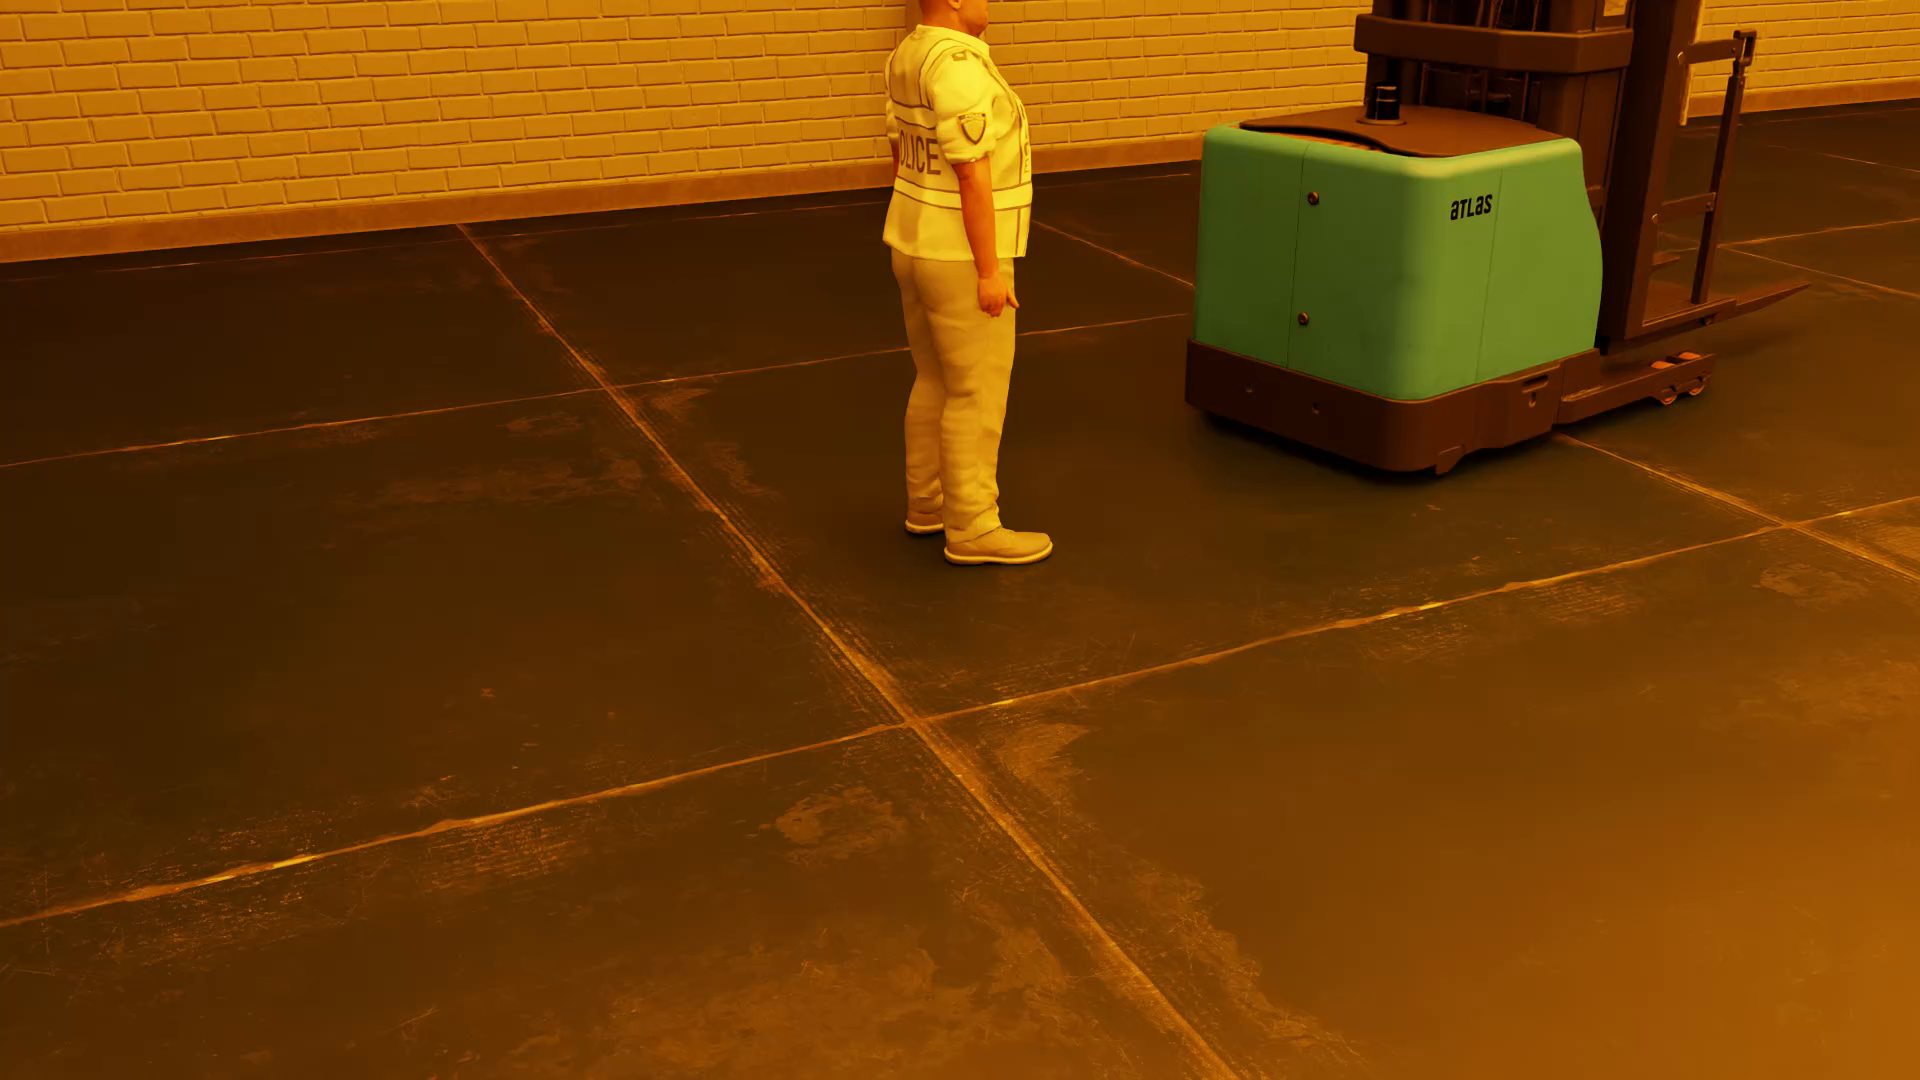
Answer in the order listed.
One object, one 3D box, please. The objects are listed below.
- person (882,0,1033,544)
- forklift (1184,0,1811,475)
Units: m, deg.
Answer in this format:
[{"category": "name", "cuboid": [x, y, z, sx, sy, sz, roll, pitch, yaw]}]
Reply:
[{"category": "person", "cuboid": [-21258.451, -17365.673, 41804.560, 24.954, 2.668, 100014.149, -10, 25, -23]}, {"category": "forklift", "cuboid": [2.304, -2.011, 6.127, 3.031, 2.935, 1.130, -17, 28, -35]}]
